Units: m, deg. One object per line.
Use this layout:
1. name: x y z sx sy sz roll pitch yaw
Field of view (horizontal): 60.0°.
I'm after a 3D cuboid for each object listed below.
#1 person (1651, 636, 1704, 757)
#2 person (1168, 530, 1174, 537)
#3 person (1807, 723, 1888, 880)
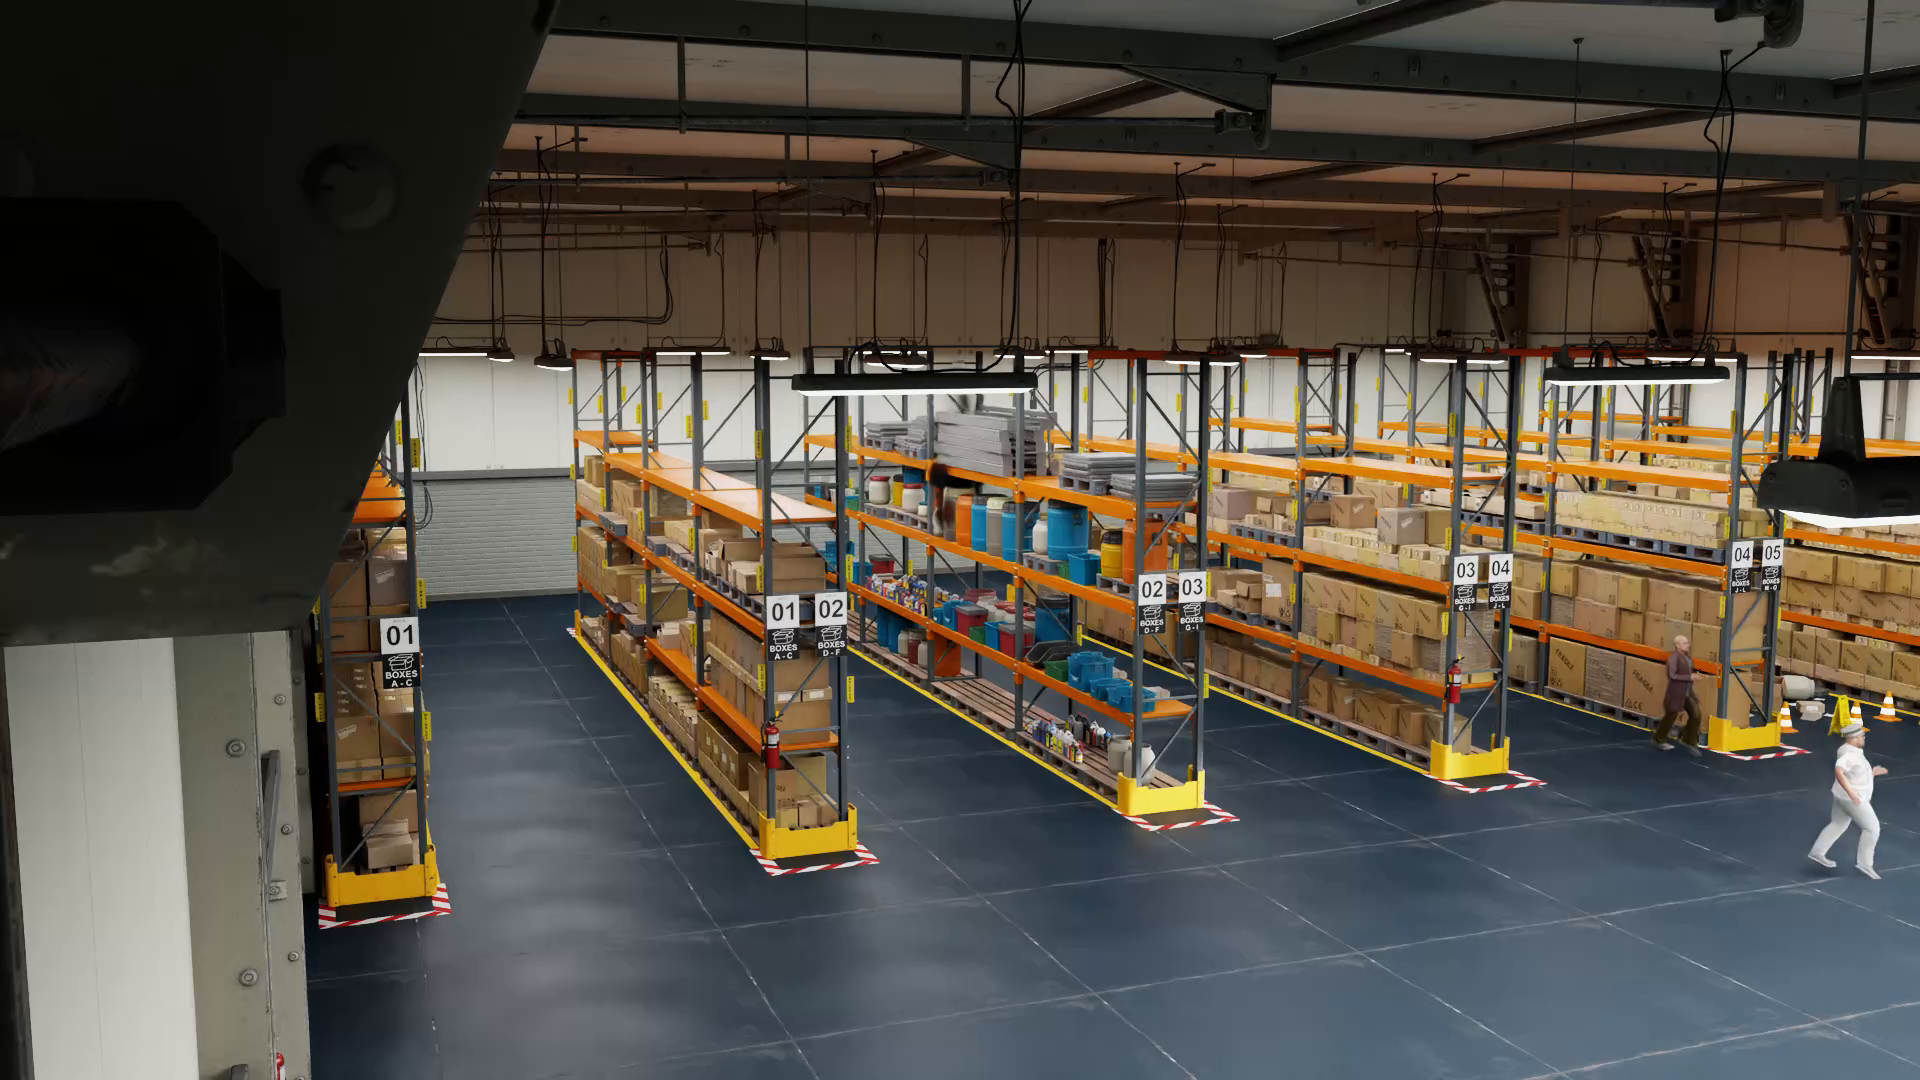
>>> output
1. person: 10.828 2.347 25.009 0.716 1.840 0.798 -5 9 -36
2. person: 4.881 0.596 39.280 0.712 1.780 0.883 0 7 0
3. person: 10.410 3.046 19.451 0.798 1.849 0.637 1 7 8
